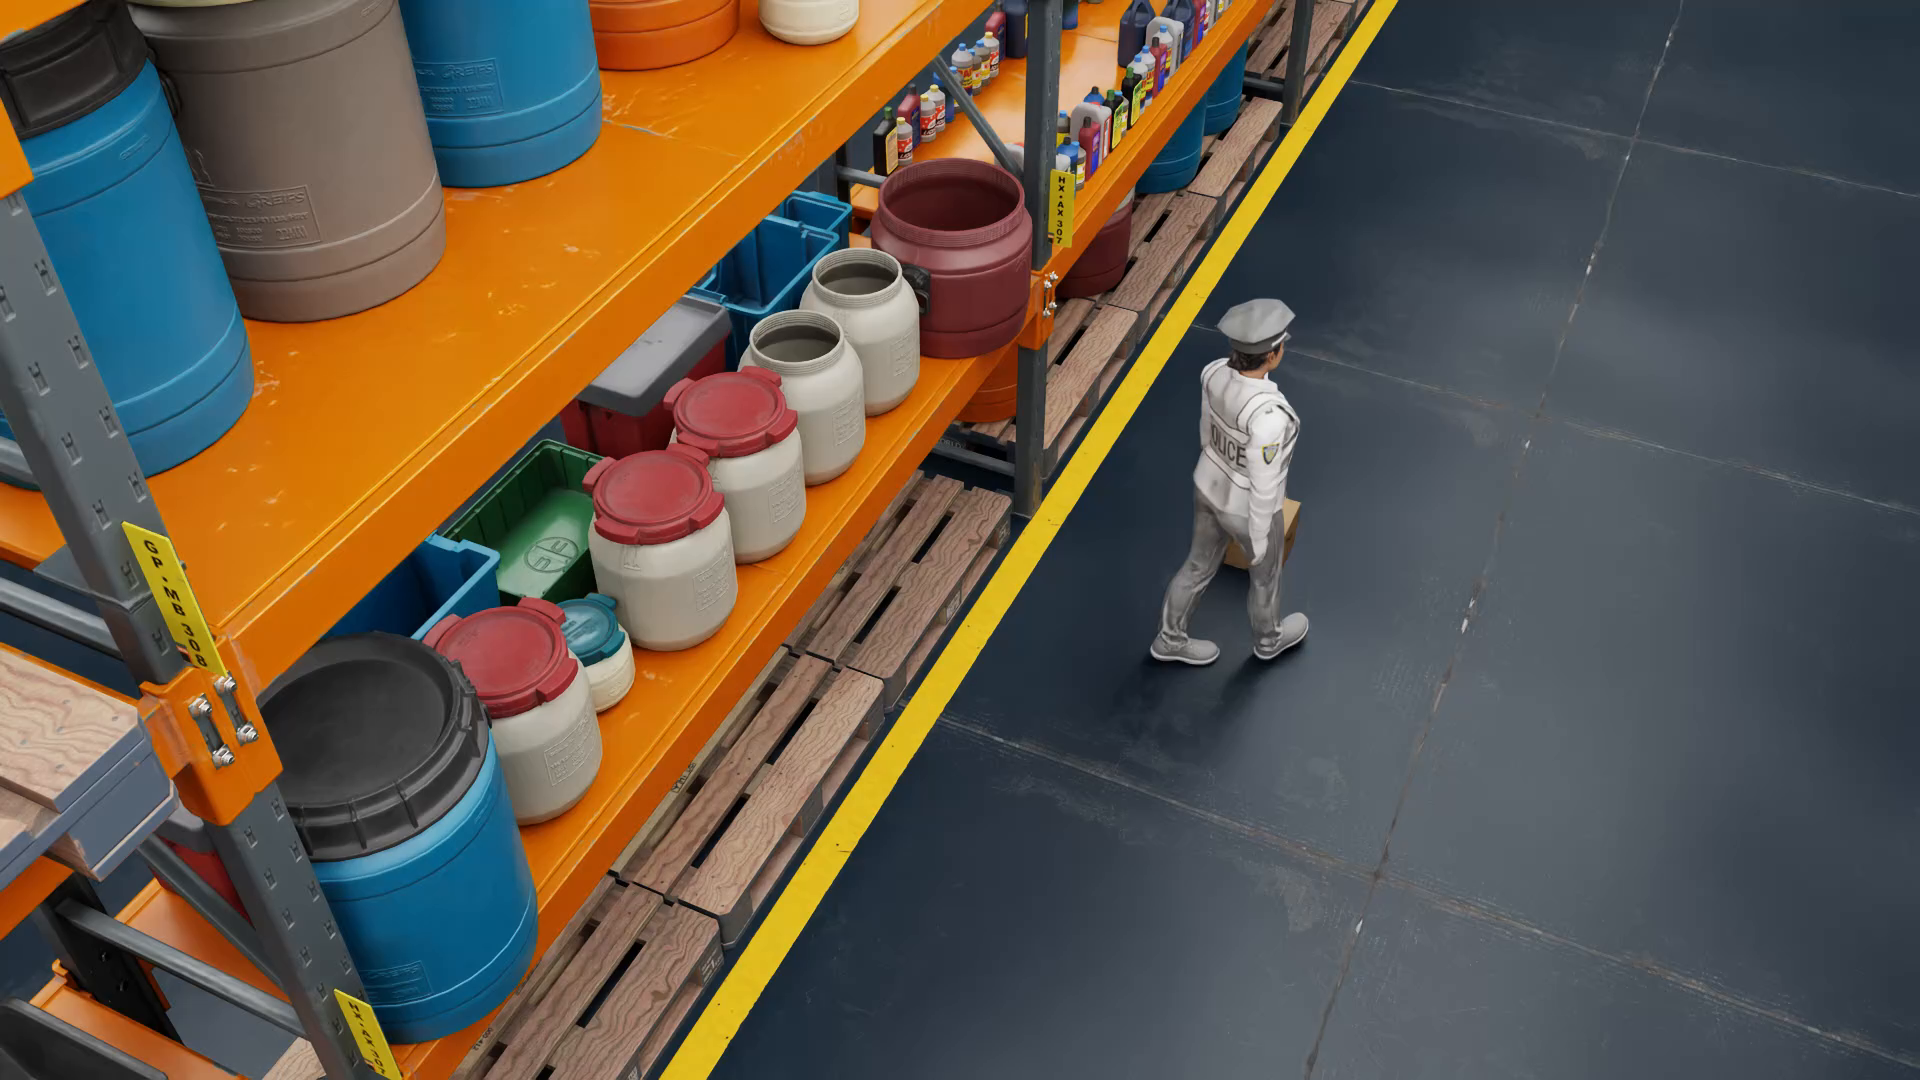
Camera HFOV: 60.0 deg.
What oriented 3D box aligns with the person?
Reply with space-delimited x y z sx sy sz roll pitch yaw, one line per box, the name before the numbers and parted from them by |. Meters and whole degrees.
person | 1.110 -0.181 6.349 0.671 1.655 0.499 -19 46 -20
